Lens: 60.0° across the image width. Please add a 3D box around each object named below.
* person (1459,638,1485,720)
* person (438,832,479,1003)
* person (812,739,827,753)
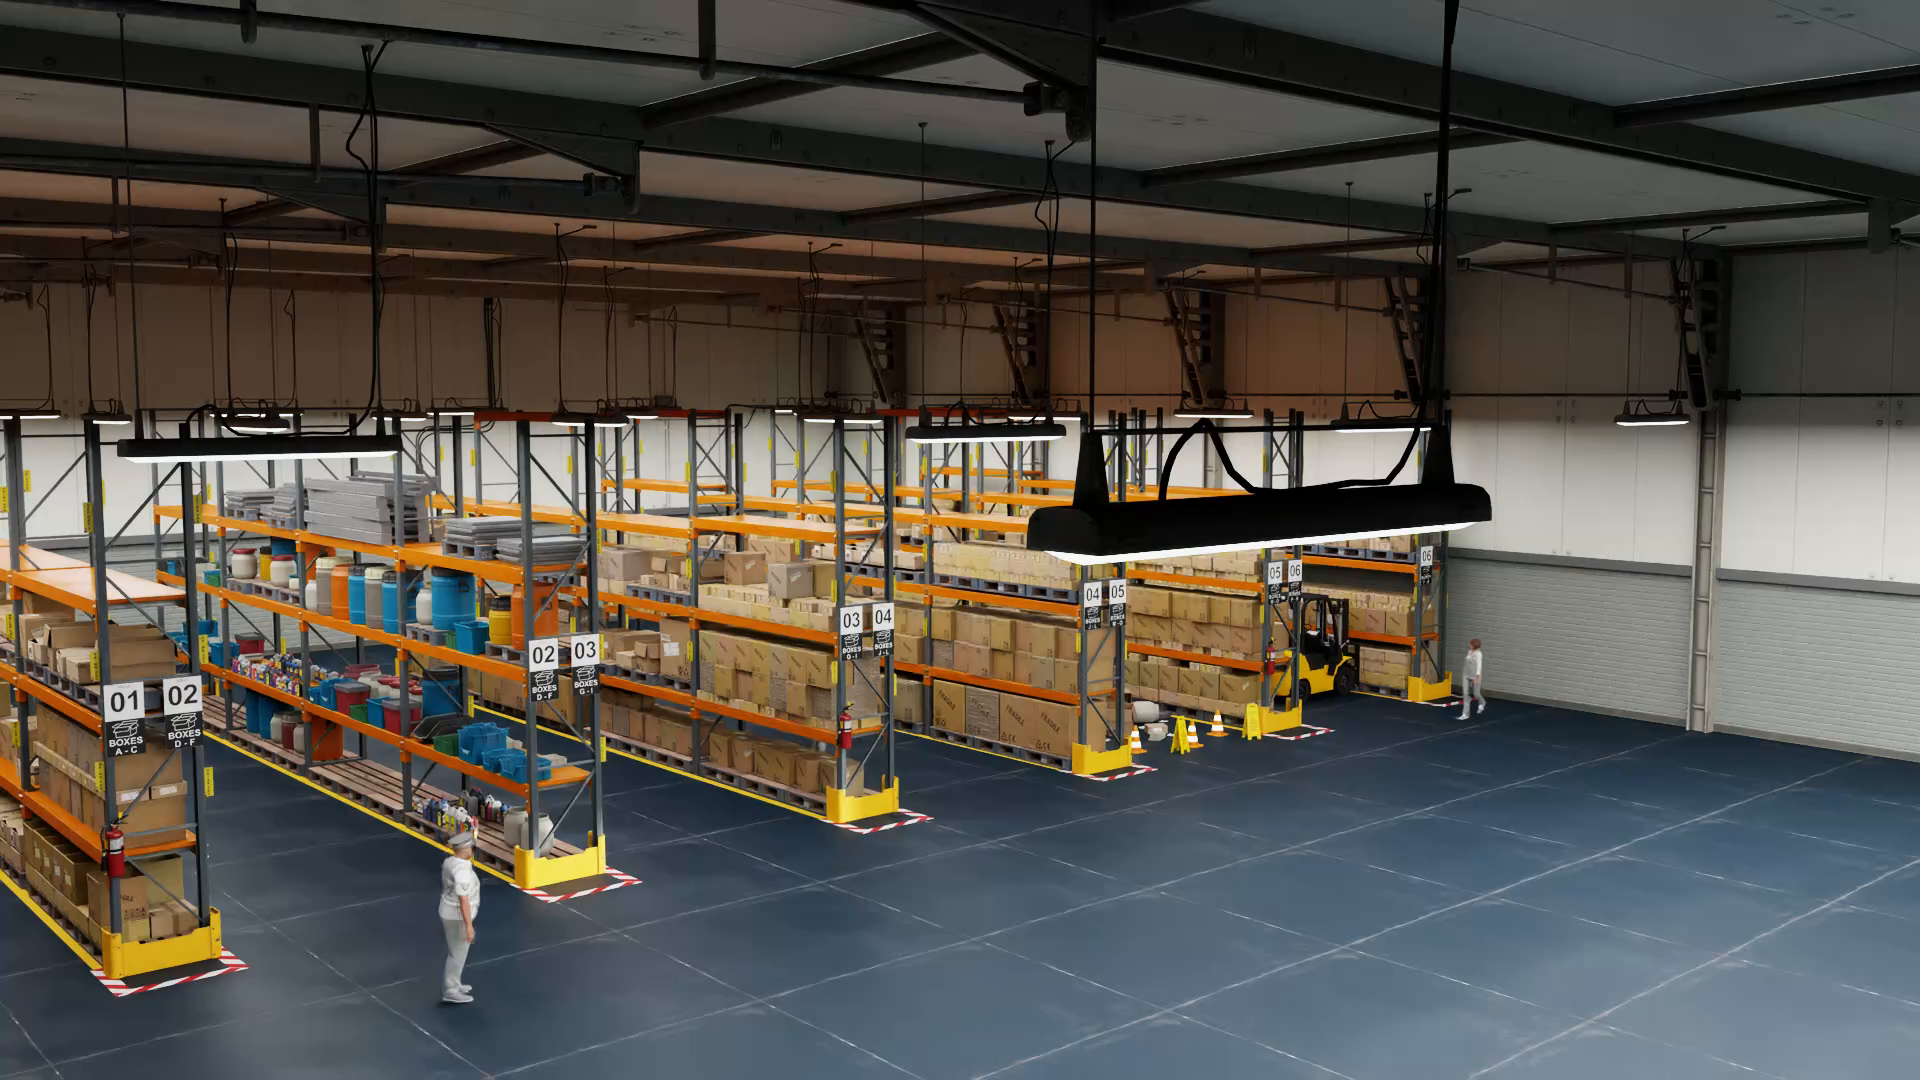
[{"bbox_3d":[10.008,2.690,32.433,0.400,1.575,0.727,4,6,35],"label":"person"},{"bbox_3d":[-5.222,3.933,17.360,0.405,1.758,0.667,-2,5,-23],"label":"person"},{"bbox_3d":[-2.327,3.003,28.369,0.368,1.690,0.535,-3,6,-28],"label":"person"}]
